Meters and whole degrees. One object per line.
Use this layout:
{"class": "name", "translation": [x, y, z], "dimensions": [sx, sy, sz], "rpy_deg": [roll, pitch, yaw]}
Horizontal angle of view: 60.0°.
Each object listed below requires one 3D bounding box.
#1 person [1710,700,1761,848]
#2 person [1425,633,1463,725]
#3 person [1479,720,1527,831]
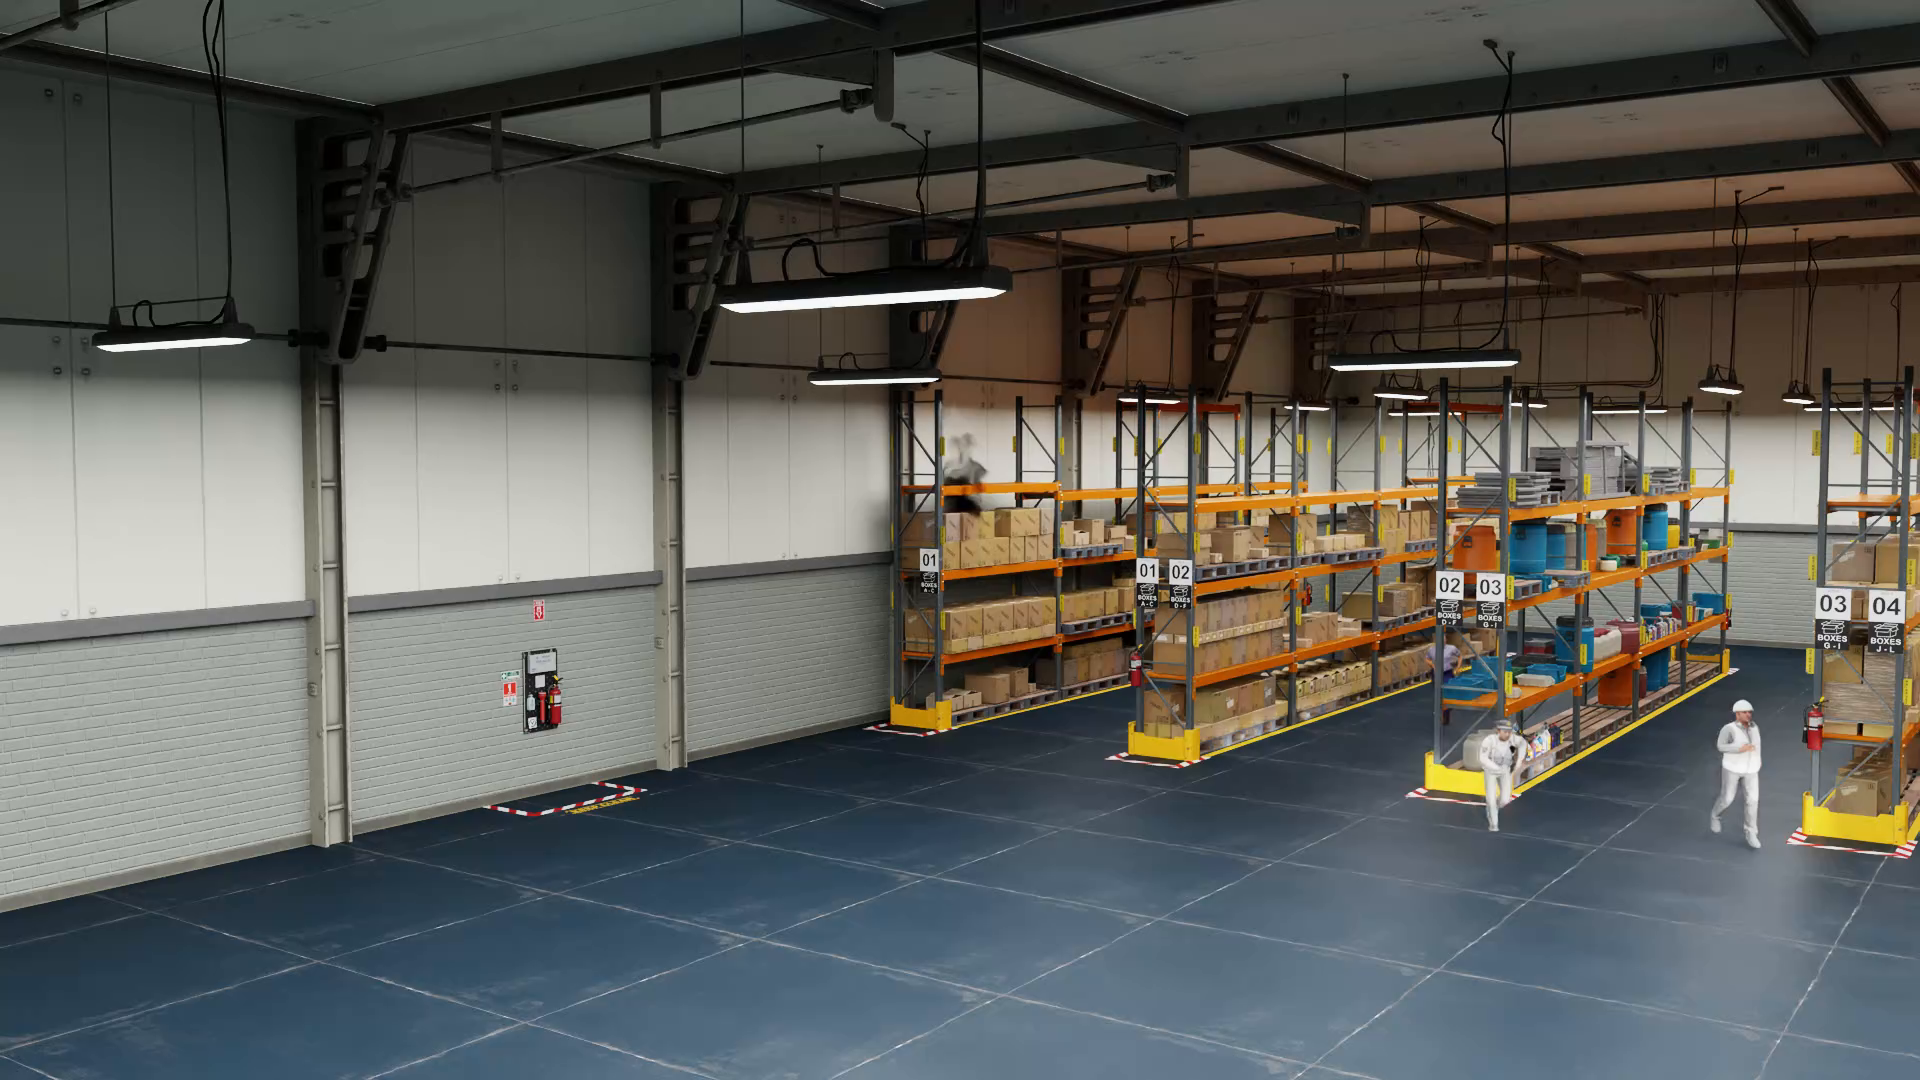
{"class": "person", "translation": [9.845, 2.903, 20.994], "dimensions": [0.673, 1.778, 0.964], "rpy_deg": [0, 3, -2]}
{"class": "person", "translation": [8.719, 2.508, 30.057], "dimensions": [0.613, 1.704, 0.711], "rpy_deg": [2, 4, 32]}
{"class": "person", "translation": [7.024, 3.047, 21.493], "dimensions": [0.645, 1.516, 0.747], "rpy_deg": [0, 3, 3]}
